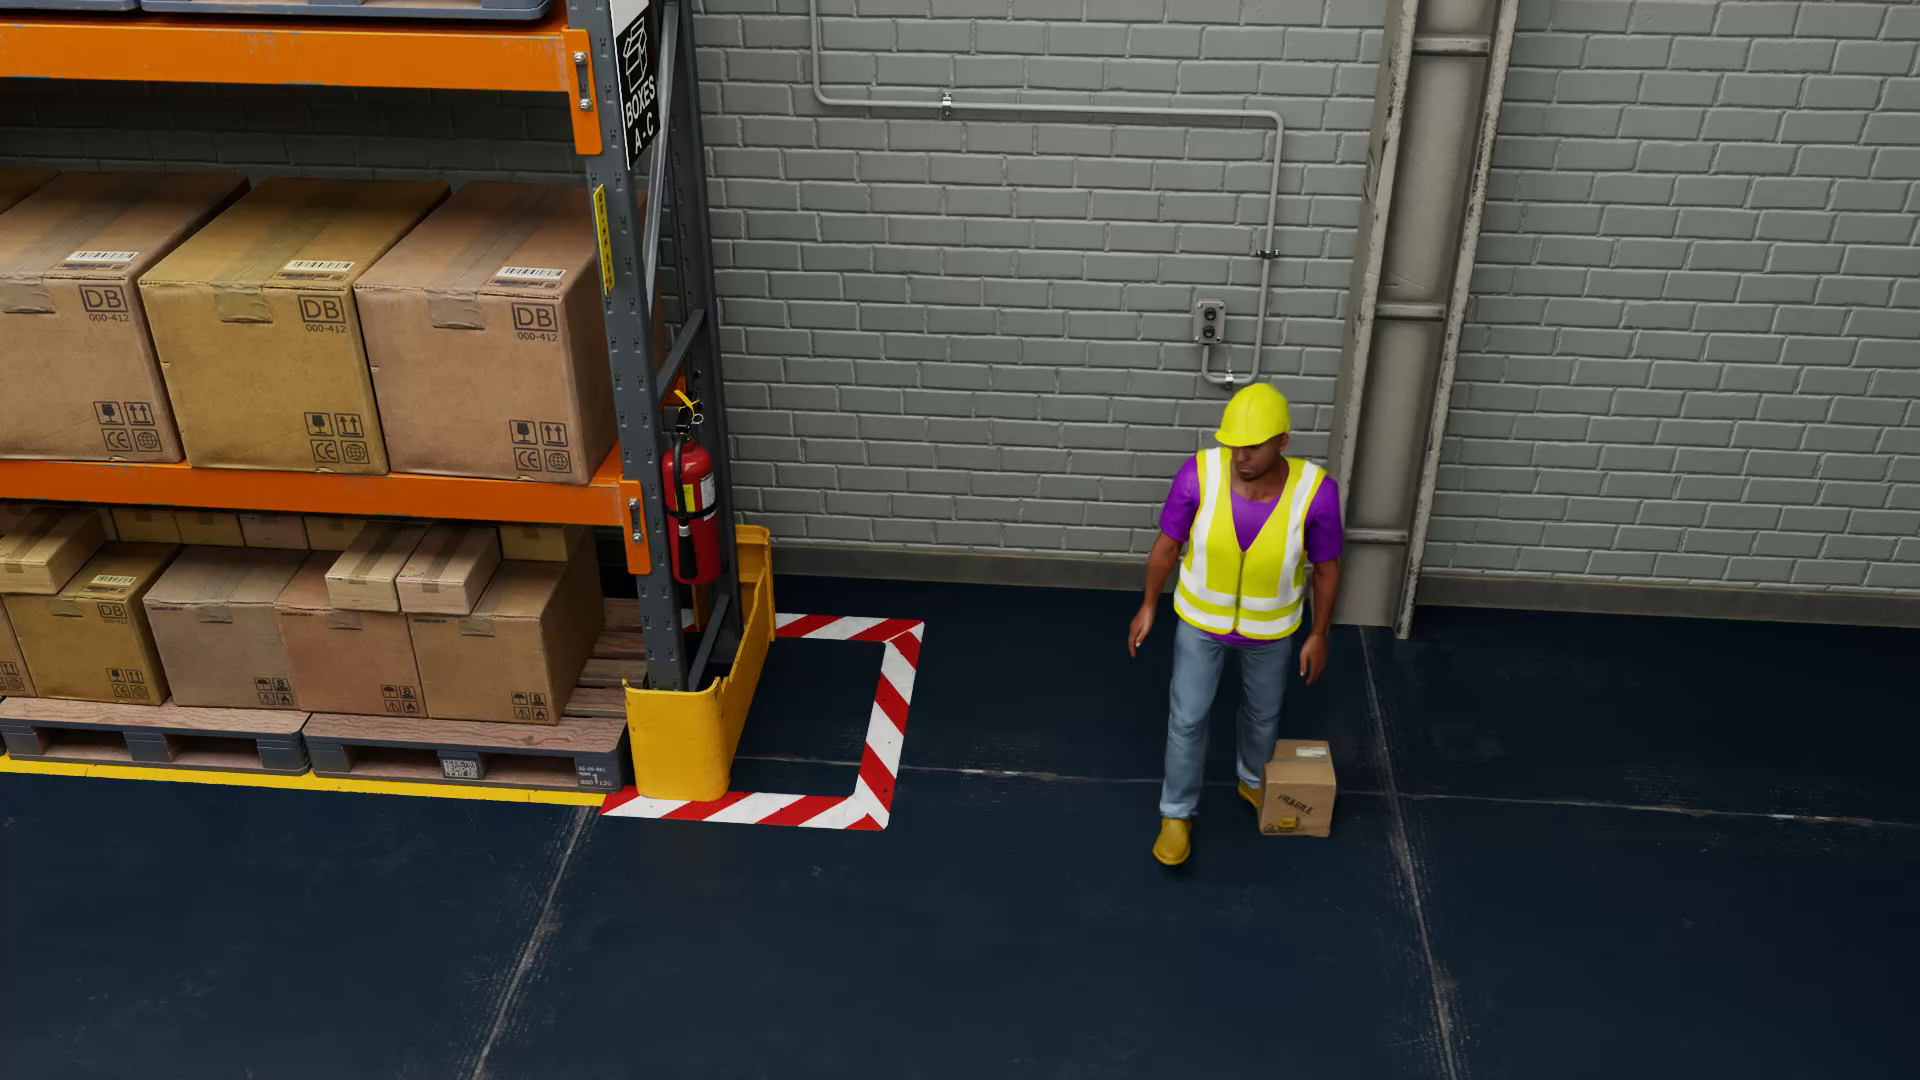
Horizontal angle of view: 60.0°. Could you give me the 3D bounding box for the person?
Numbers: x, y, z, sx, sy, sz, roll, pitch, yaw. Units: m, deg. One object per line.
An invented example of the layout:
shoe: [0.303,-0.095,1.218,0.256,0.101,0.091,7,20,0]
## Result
person: [0.908,0.297,5.586,0.675,1.764,0.570,6,32,9]
